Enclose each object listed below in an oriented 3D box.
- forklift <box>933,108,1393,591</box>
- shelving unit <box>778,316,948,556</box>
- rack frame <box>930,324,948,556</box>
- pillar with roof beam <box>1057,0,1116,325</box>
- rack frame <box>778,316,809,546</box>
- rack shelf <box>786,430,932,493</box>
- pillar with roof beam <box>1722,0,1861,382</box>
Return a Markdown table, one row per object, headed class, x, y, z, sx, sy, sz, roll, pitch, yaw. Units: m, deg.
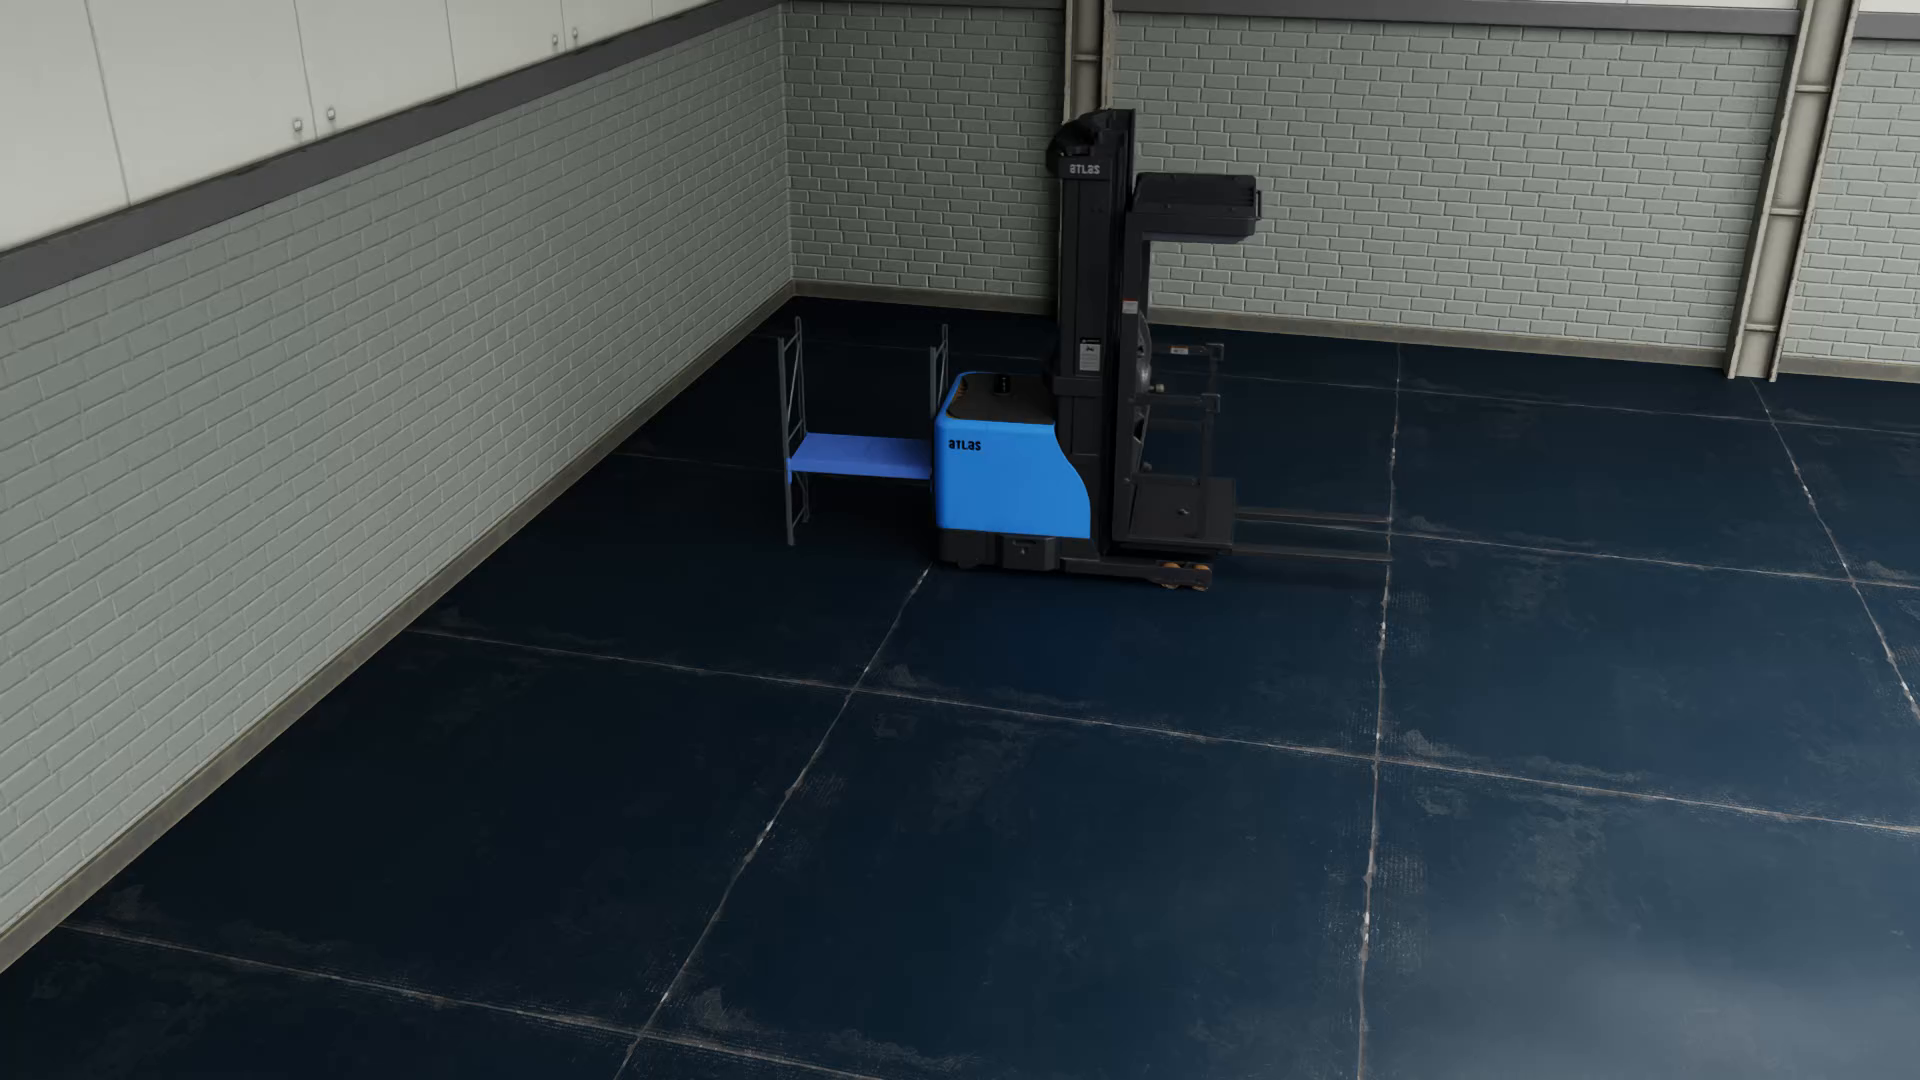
| class | x | y | z | sx | sy | sz | roll | pitch | yaw |
| --- | --- | --- | --- | --- | --- | --- | --- | --- | --- |
| forklift | 1.383 | -1.237 | 10.820 | 3.031 | 2.935 | 1.130 | 4 | 26 | 8 |
| shelving unit | -0.640 | -0.707 | 11.372 | 1.048 | 1.500 | 0.538 | 4 | 26 | 8 |
| rack frame | -0.138 | -0.672 | 11.298 | 0.032 | 1.500 | 0.500 | 4 | 26 | 8 |
| pillar with roof beam | 0.094 | -4.380 | 10.363 | 0.400 | 9.000 | 9.100 | 6 | 26 | 13 |
| rack frame | -1.142 | -0.742 | 11.447 | 0.032 | 1.500 | 0.500 | 4 | 26 | 8 |
| rack shelf | -0.640 | -0.545 | 11.449 | 1.000 | 0.185 | 0.538 | 4 | 26 | 8 |
| pillar with roof beam | 5.905 | -3.737 | 9.014 | 0.400 | 9.000 | 9.100 | 6 | 26 | 13 |
